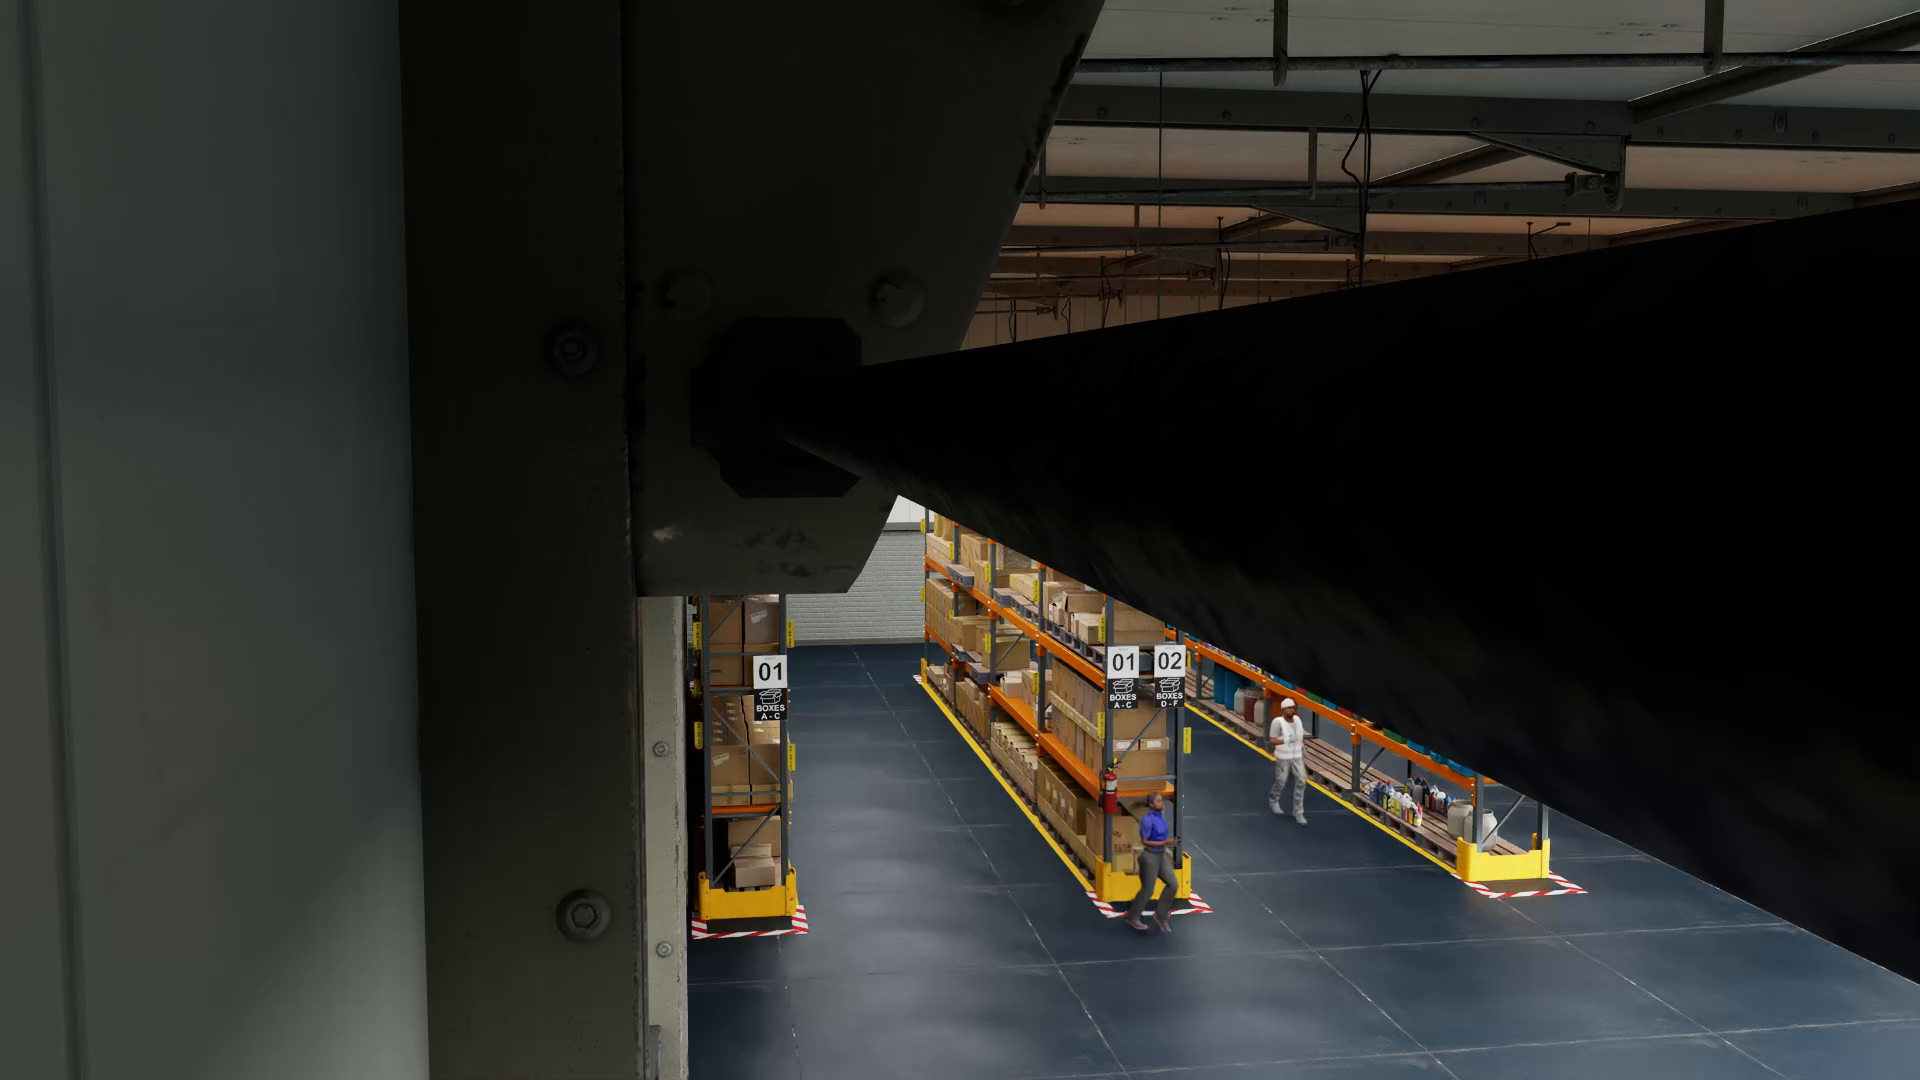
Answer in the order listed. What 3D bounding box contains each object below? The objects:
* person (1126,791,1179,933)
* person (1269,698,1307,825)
[{"bbox_3d":[2.288,3.805,19.538,0.653,1.727,0.580,3,6,33],"label":"person"},{"bbox_3d":[4.864,3.260,24.669,0.657,1.835,0.763,-2,5,-20],"label":"person"}]
